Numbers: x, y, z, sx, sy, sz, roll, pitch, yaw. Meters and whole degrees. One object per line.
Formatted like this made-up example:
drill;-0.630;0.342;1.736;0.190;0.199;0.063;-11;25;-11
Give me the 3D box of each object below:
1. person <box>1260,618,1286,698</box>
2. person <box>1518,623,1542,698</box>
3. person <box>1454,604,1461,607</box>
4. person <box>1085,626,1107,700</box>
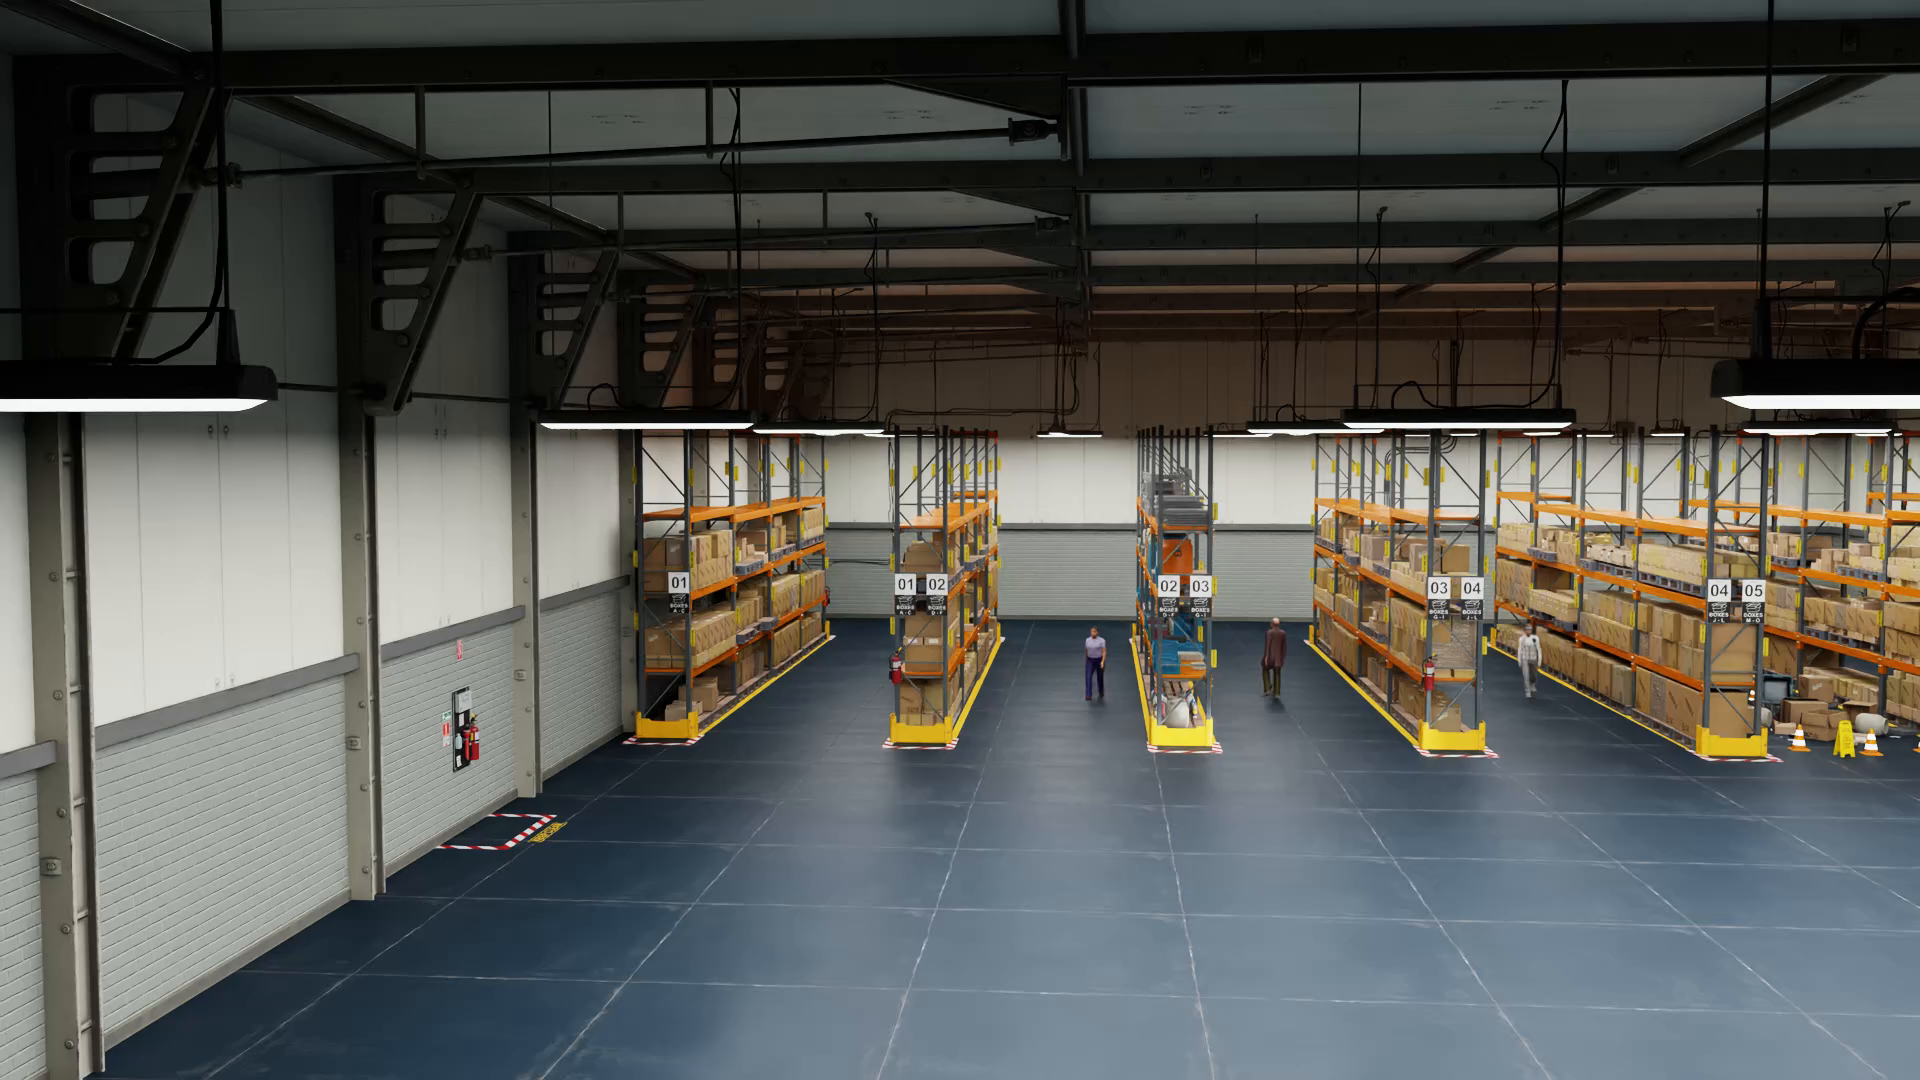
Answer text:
person;6.993;2.693;36.945;0.568;1.718;0.684;0;3;-4
person;12.733;2.663;37.170;0.510;1.641;0.901;1;4;16
person;13.758;2.138;45.817;0.478;1.660;0.457;-2;4;-25
person;2.974;2.704;36.598;0.504;1.597;0.947;1;4;18
